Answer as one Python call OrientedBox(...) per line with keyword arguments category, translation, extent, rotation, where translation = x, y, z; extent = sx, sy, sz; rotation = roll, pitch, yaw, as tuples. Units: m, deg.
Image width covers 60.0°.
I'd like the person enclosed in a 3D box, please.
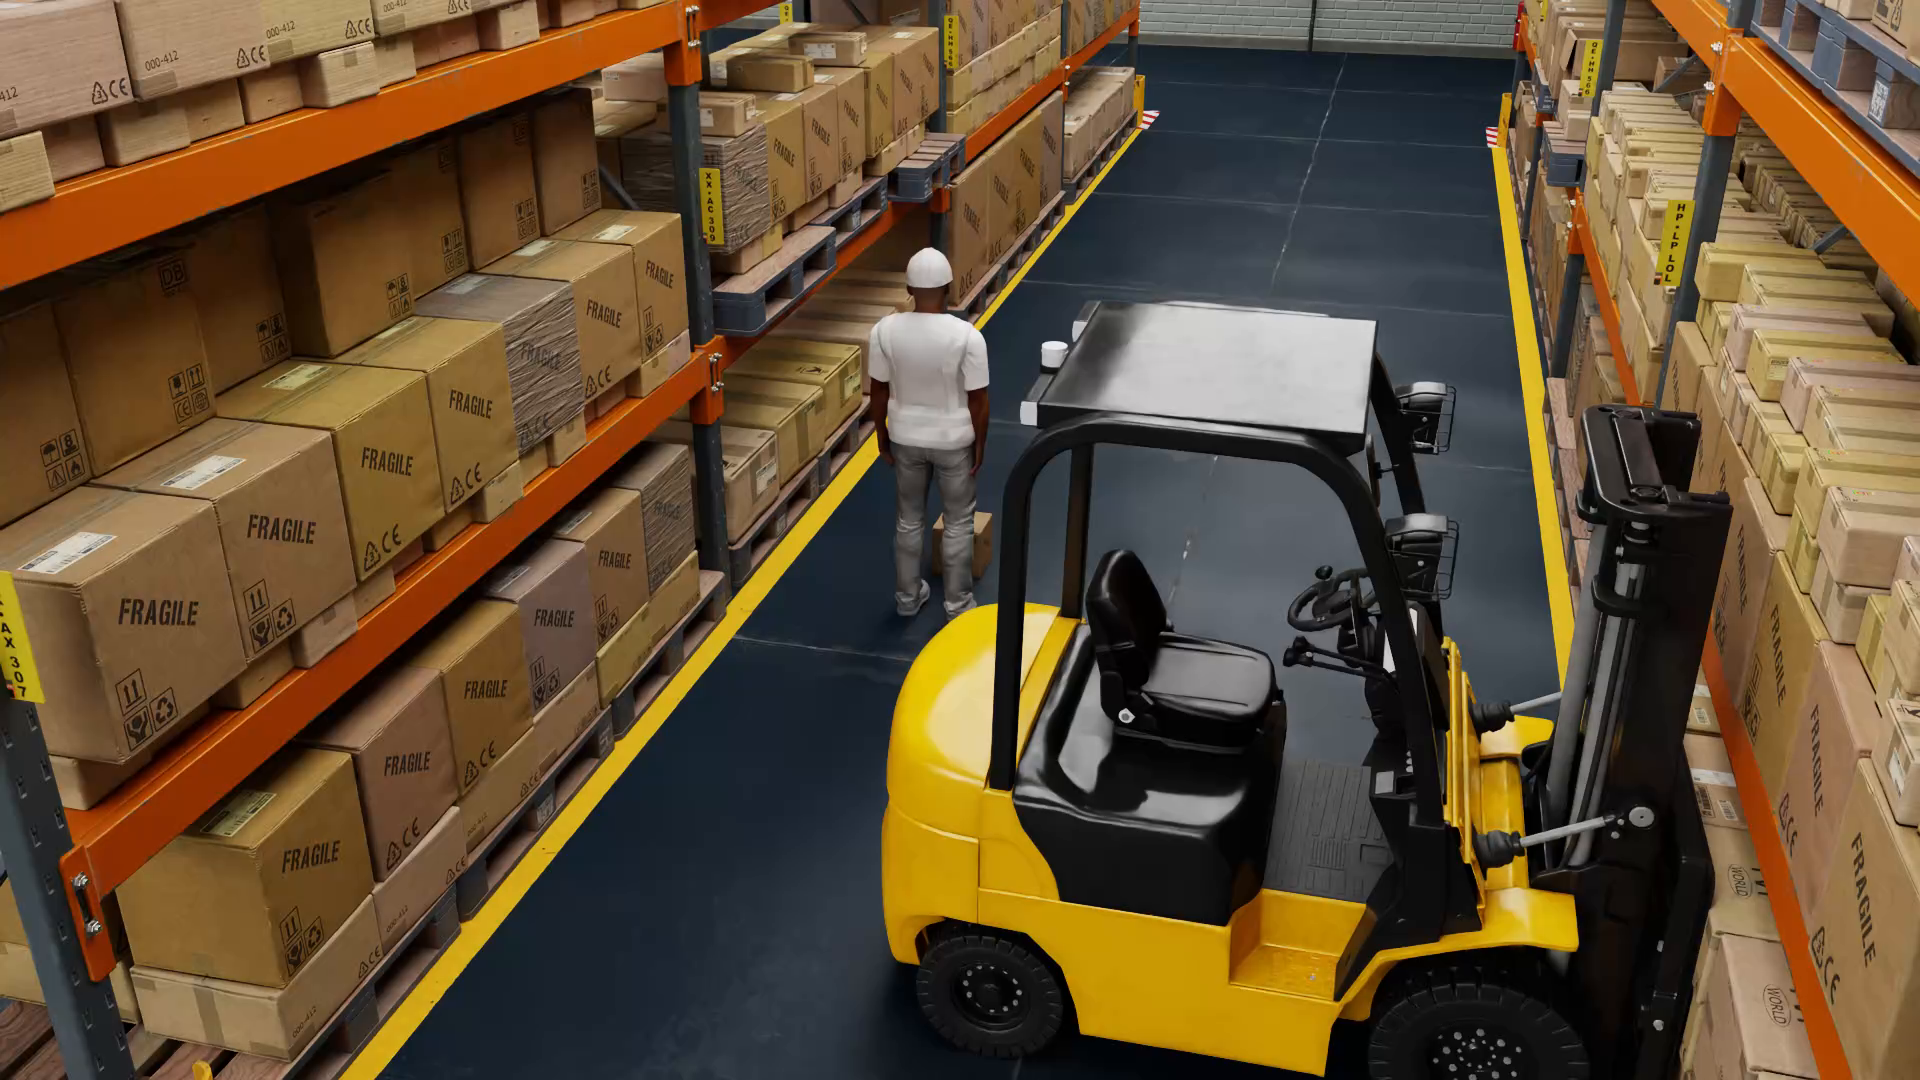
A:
OrientedBox(category="person", translation=(-0.129, -0.464, 7.582), extent=(0.563, 1.767, 0.366), rotation=(7, 26, 14))
